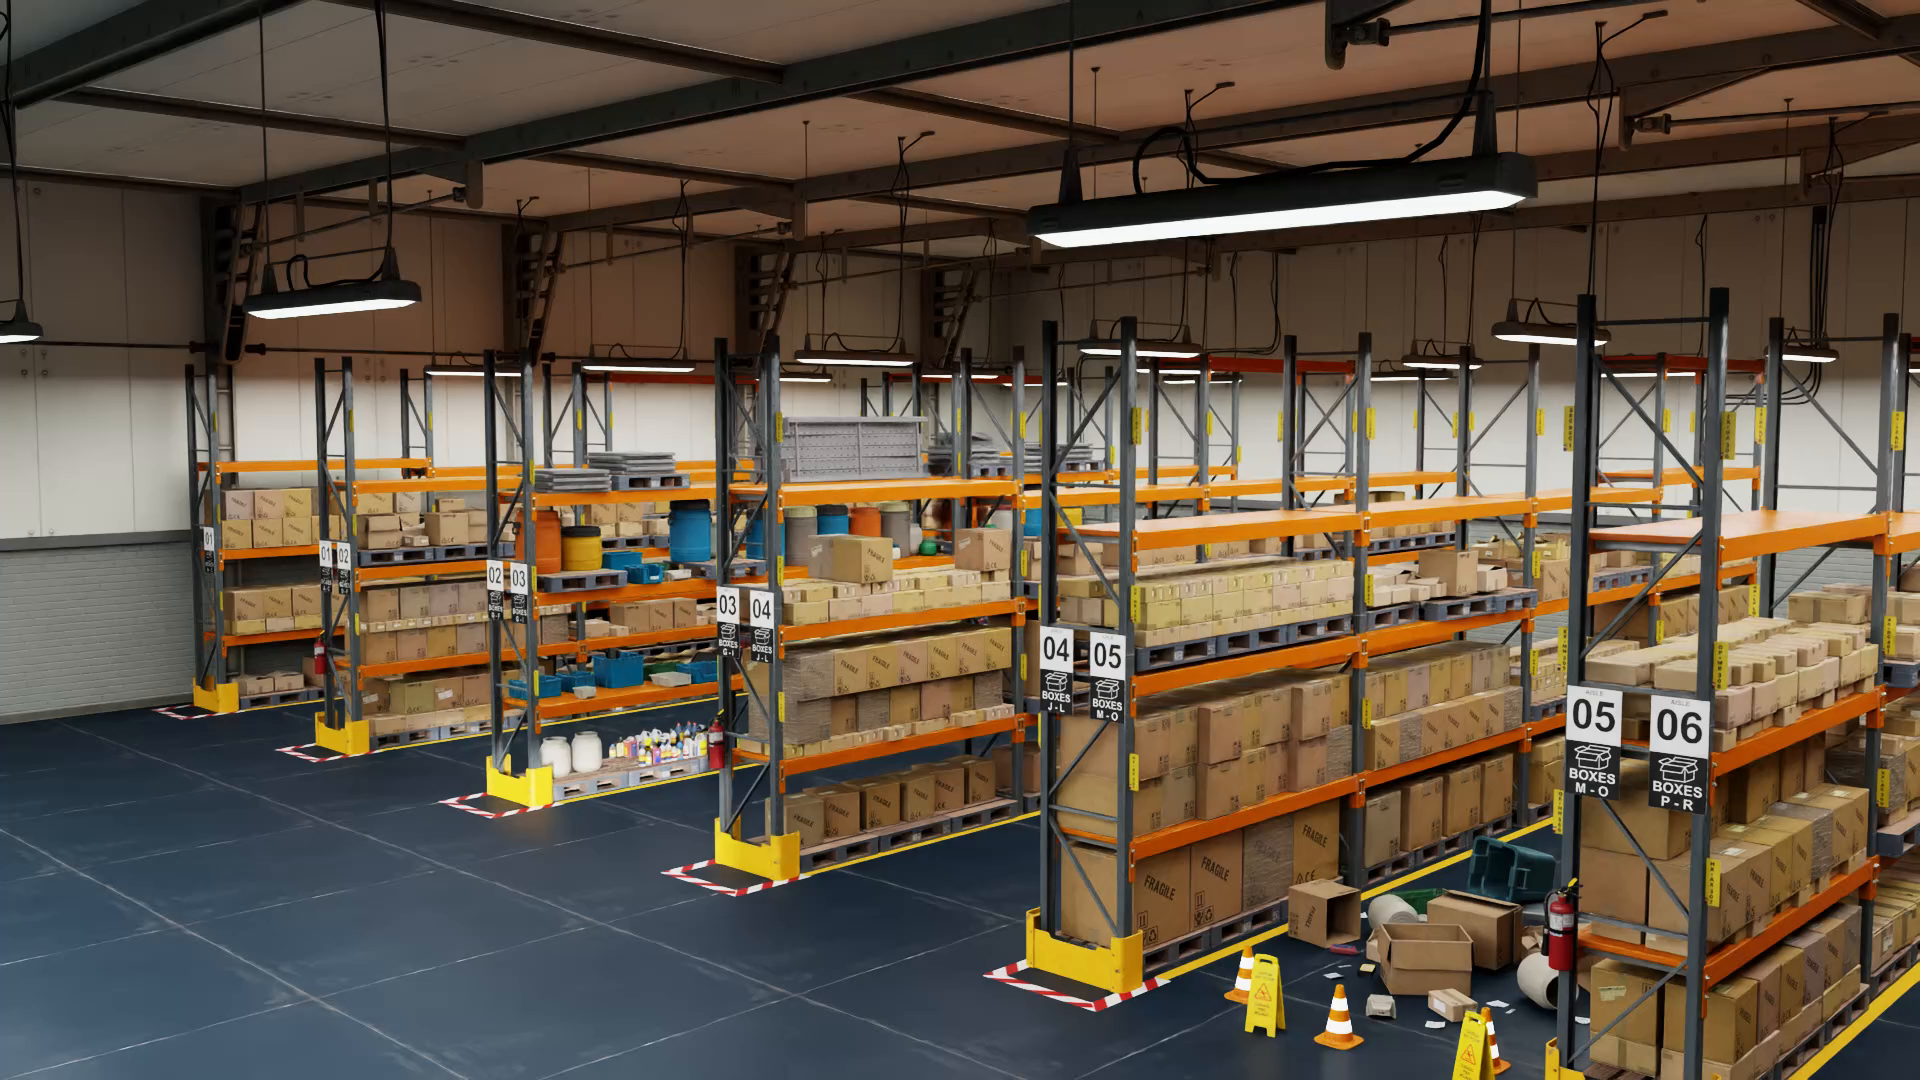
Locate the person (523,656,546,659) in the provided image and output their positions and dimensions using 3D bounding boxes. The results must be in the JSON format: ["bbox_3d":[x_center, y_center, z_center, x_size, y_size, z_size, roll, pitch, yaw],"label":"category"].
[{"bbox_3d":[-7.835,2.003,30.584,0.617,1.696,0.544,-2,5,-23],"label":"person"}]
